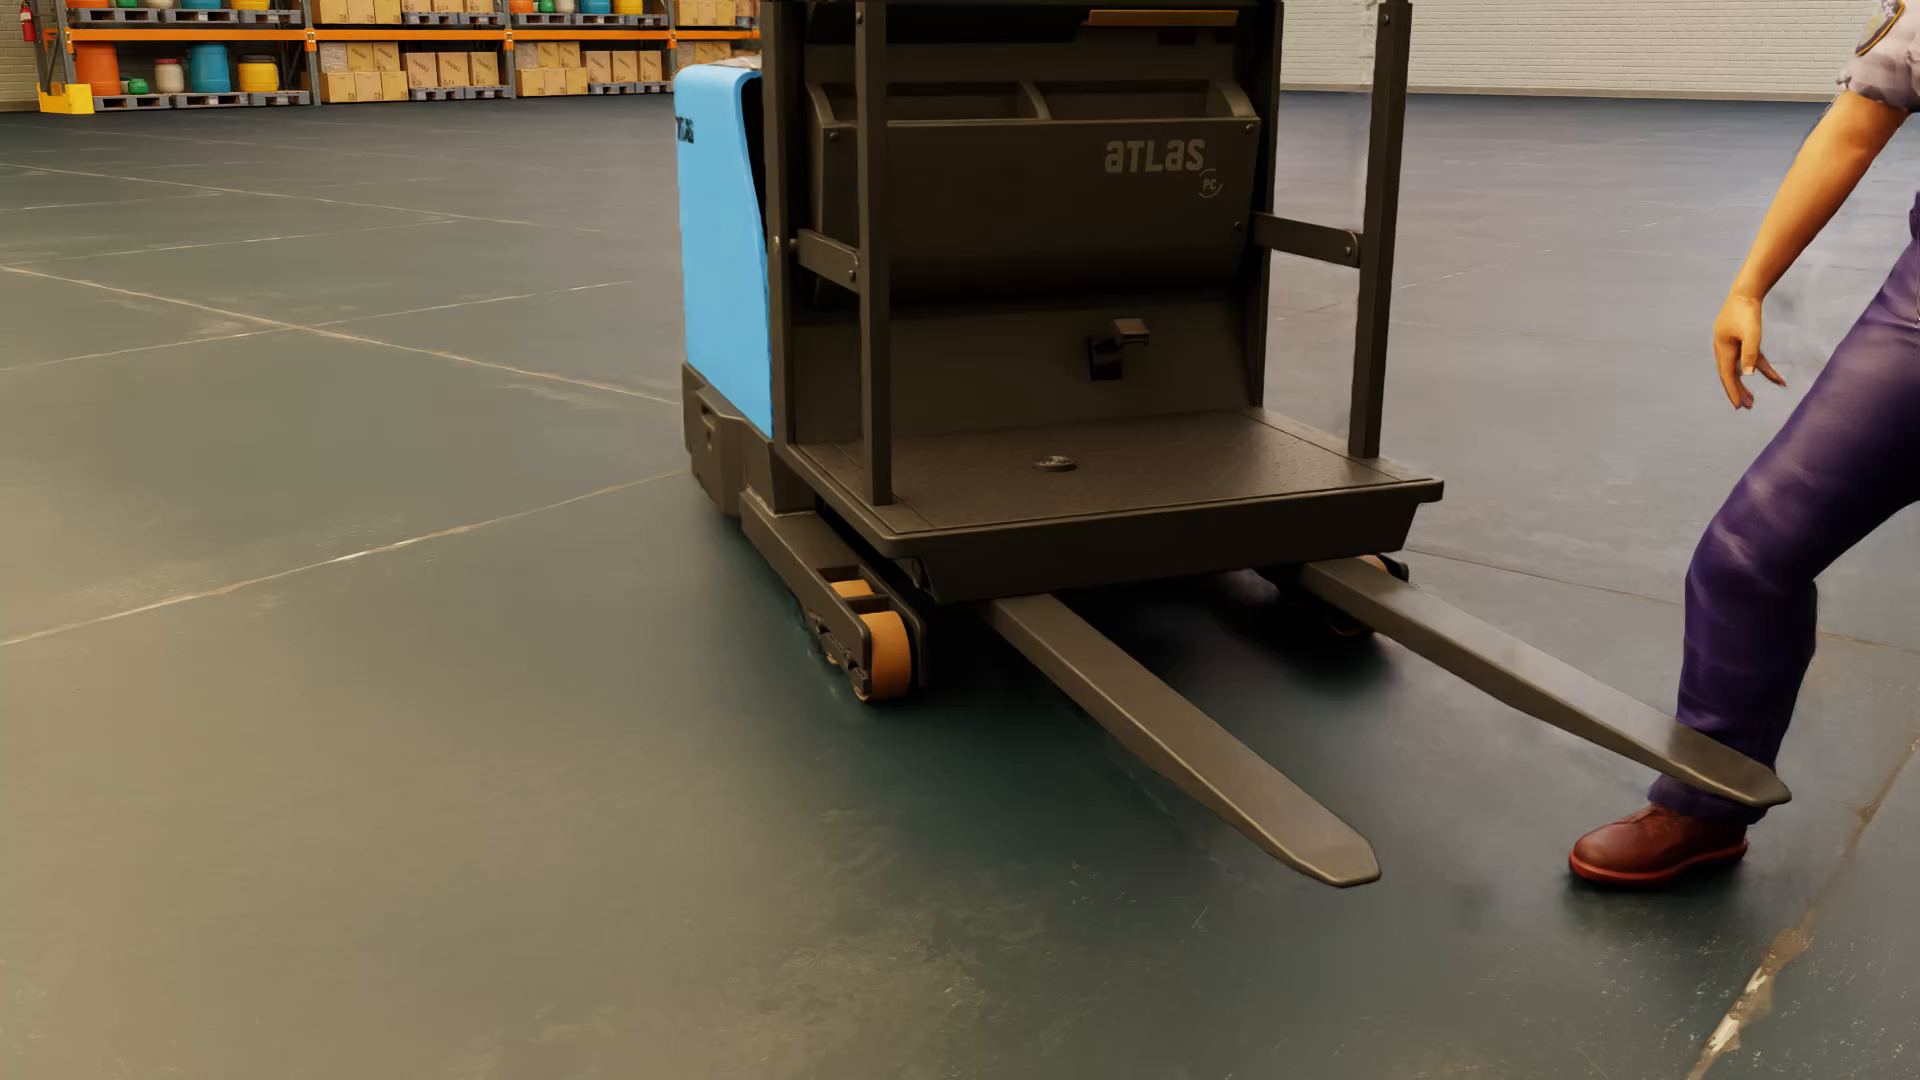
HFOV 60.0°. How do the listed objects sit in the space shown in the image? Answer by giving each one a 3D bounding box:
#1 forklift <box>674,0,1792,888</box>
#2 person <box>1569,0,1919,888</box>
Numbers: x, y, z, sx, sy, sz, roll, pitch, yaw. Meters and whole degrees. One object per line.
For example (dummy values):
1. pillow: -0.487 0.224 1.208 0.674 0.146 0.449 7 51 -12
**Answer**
1. forklift: 0.229 -1.245 2.997 1.130 2.935 3.031 -6 18 -19
2. person: 1.224 -0.251 2.017 0.529 1.599 0.663 -10 19 -29
